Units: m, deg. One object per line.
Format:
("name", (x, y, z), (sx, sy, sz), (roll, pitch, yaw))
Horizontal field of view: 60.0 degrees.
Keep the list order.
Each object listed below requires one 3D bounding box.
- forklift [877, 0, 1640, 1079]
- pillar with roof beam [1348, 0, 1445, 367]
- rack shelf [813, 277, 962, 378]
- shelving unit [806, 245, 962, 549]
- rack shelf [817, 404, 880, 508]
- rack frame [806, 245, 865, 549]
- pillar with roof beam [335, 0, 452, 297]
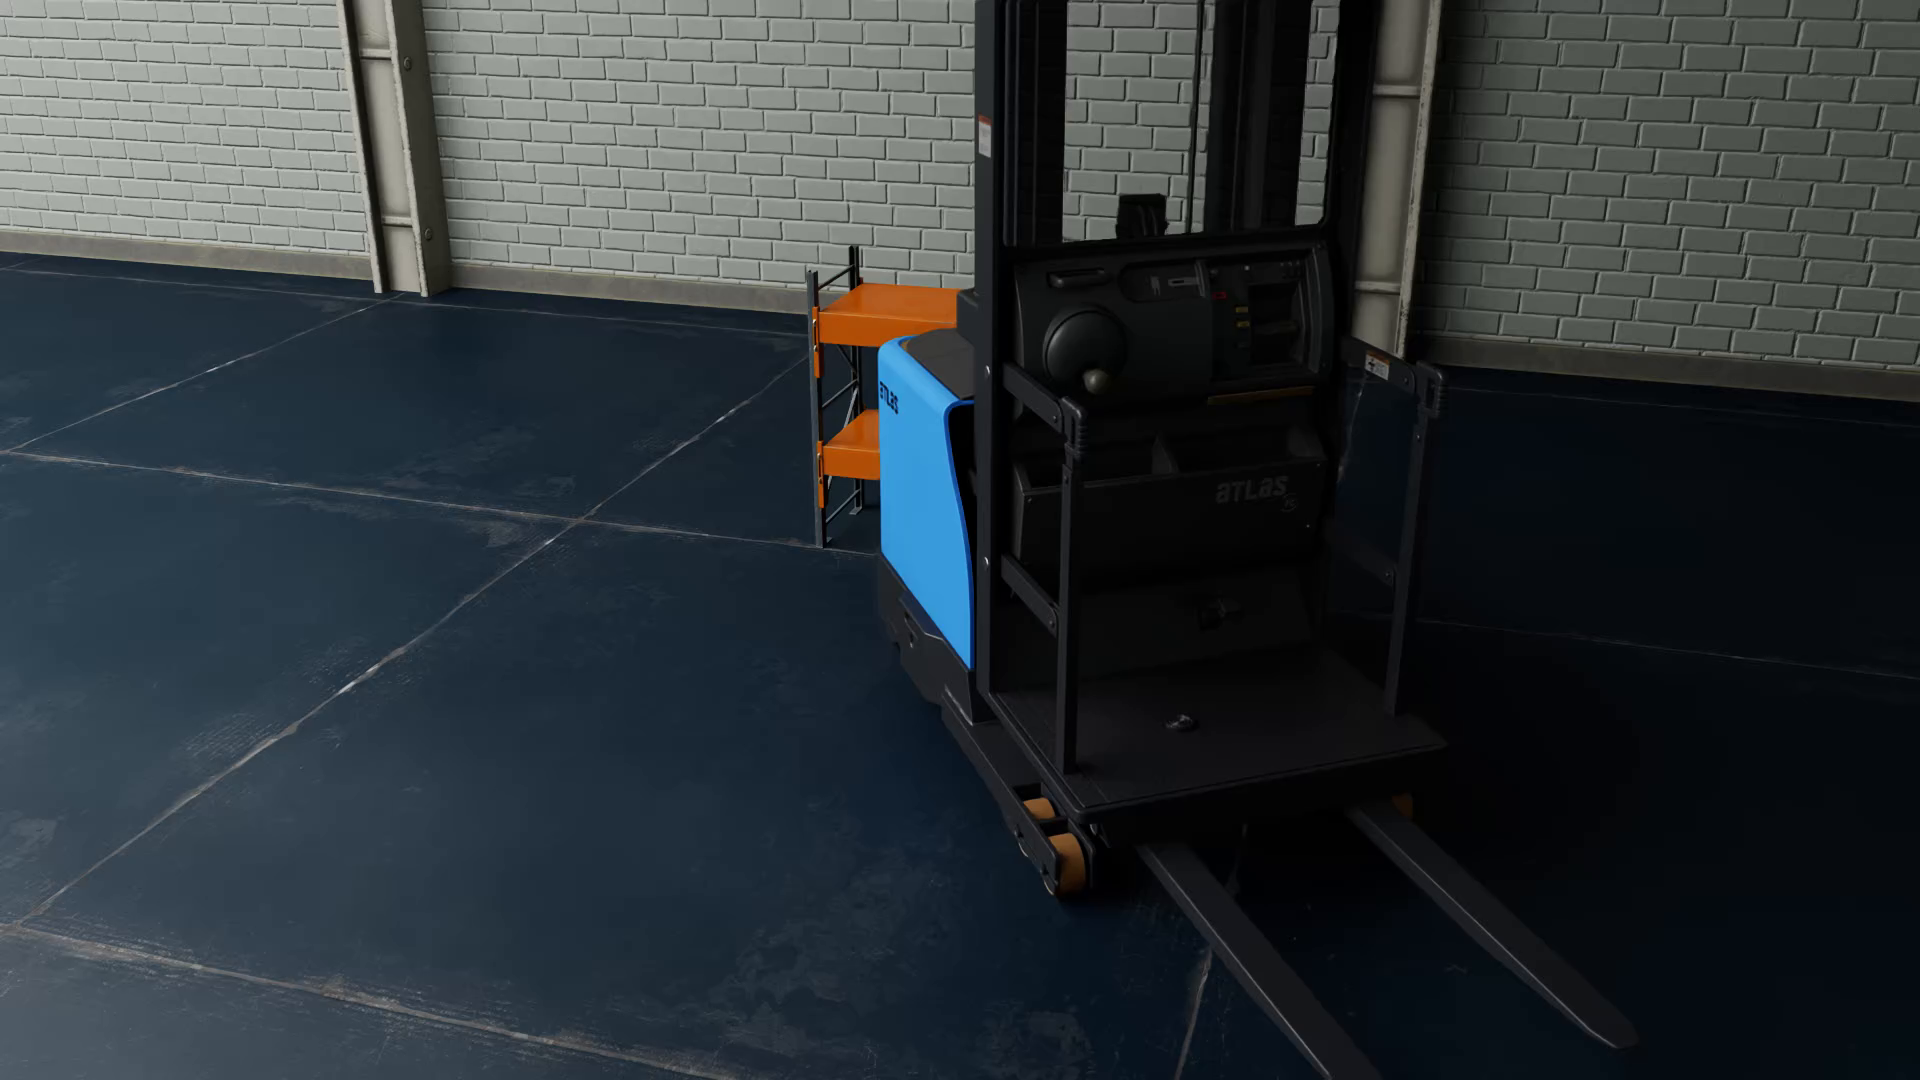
("forklift", (0.658, -0.577, 4.315), (1.130, 2.935, 3.031), (-7, 23, -17))
("pillar with roof beam", (0.990, -3.559, 3.589), (0.400, 9.000, 9.100), (7, 23, 16))
("rack shelf", (-0.006, -0.792, 6.447), (1.000, 0.278, 0.538), (7, 23, 16))
("shelving unit", (-0.006, -0.521, 6.558), (1.048, 1.125, 0.538), (7, 23, 16))
("rack shelf", (-0.006, -0.295, 6.651), (1.000, 0.278, 0.538), (7, 23, 16))
("rack frame", (-0.493, -0.577, 6.694), (0.032, 1.125, 0.500), (7, 23, 16))
("pillar with roof beam", (-4.754, -4.217, 5.193), (0.400, 9.000, 9.100), (7, 23, 16))
